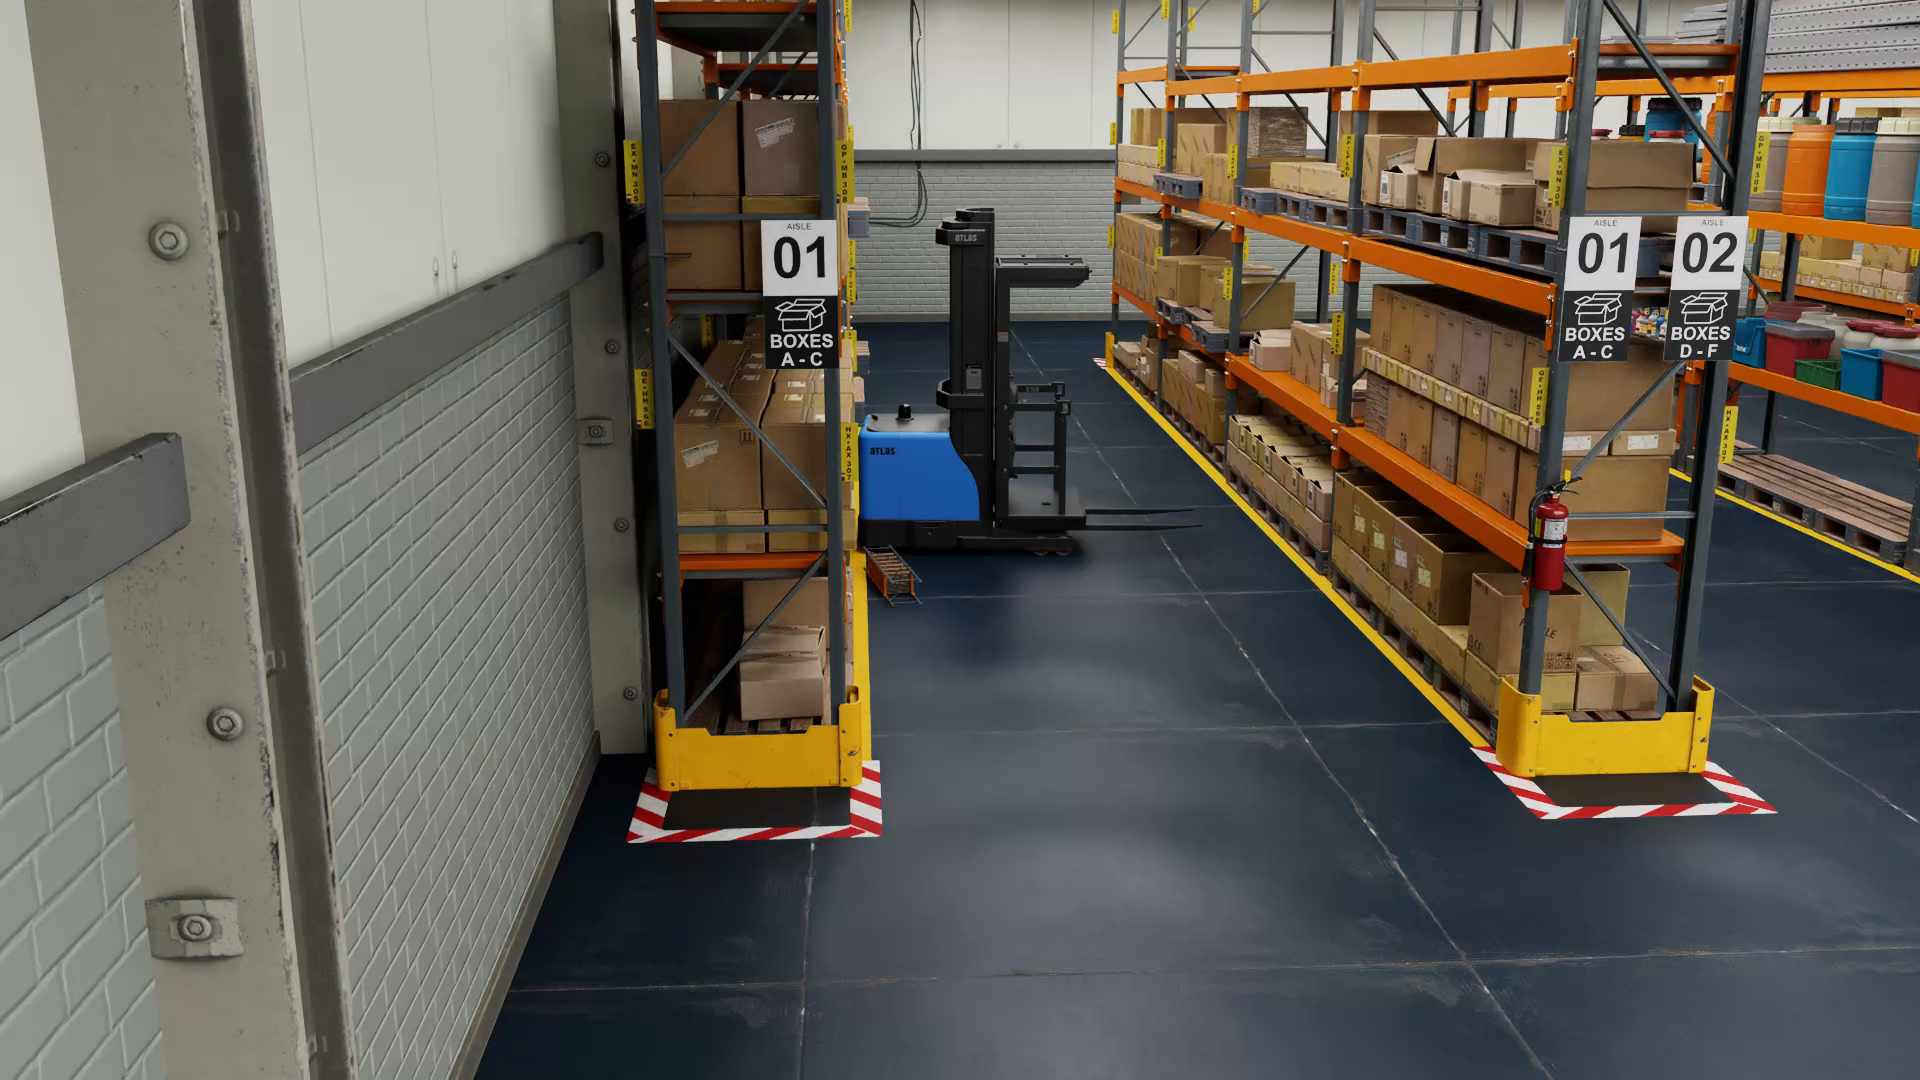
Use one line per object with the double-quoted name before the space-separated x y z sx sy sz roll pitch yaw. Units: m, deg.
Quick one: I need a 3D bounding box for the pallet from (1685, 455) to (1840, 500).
"pallet" 8.250 -0.653 17.142 1.003 0.211 1.213 -1 14 -3

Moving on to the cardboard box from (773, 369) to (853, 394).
"cardboard box" -0.972 -0.858 11.097 0.500 0.500 0.500 0 14 -2

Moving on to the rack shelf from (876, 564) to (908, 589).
"rack shelf" -0.549 0.291 13.501 0.258 0.180 0.103 -4 15 -14

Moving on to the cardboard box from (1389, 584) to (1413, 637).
"cardboard box" 3.359 0.495 11.760 0.500 0.250 0.500 -1 14 -3

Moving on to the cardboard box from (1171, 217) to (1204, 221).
"cardboard box" 3.172 -4.283 23.445 0.500 0.500 0.500 0 14 -2

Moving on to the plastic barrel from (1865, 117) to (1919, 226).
"plastic barrel" 8.200 -3.184 14.354 0.600 0.901 0.600 0 14 0

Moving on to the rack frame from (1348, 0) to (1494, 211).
"rack frame" 3.544 -4.032 12.639 1.000 3.000 0.127 -1 14 -3

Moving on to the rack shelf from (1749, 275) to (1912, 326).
"rack shelf" 12.812 -3.417 23.732 1.077 0.370 4.000 -1 14 -3

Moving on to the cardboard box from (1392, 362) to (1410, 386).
"cardboard box" 3.419 -1.228 12.276 0.380 0.149 0.250 -1 14 -4

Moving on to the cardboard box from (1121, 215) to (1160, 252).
"cardboard box" 2.605 -4.400 23.899 0.500 0.500 0.500 -1 14 -3

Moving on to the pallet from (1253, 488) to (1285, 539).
"pallet" 3.381 -0.263 15.625 1.003 0.211 1.213 -1 14 -3

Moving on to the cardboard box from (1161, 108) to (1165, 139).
"cardboard box" 3.054 -5.473 22.051 0.700 0.500 0.500 -1 14 -3

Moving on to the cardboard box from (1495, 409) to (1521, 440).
"cardboard box" 3.545 -0.715 10.284 0.380 0.149 0.250 -1 14 -4

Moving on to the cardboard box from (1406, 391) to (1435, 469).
"cardboard box" 3.645 -0.809 11.951 0.700 0.500 0.500 -1 14 -3

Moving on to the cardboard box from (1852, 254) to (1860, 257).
"cardboard box" 13.014 -4.092 24.615 0.500 0.250 0.500 -1 14 -4

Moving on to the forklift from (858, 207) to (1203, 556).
"forklift" 0.625 -1.418 14.655 3.031 2.935 1.130 0 14 1

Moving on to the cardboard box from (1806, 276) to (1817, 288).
"cardboard box" 12.463 -3.728 24.002 0.380 0.149 0.250 -1 14 -4

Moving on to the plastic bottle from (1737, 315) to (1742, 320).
"plastic bottle" 8.562 -2.336 18.319 0.061 0.283 0.133 -1 14 -3

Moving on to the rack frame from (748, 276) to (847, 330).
"rack frame" -1.647 -2.044 16.952 1.000 3.000 0.127 -1 14 -3

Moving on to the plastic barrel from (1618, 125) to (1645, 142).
"plastic barrel" 8.252 -4.715 20.093 0.600 0.588 0.600 0 14 0

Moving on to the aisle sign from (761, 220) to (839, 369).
"aisle sign" -0.848 -1.300 8.843 0.394 0.787 0.004 -1 14 -3

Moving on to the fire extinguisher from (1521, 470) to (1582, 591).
"fire extinguisher" 3.336 -0.058 9.387 0.296 0.674 0.183 -1 14 -3

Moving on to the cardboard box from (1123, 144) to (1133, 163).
"cardboard box" 2.597 -5.477 23.572 0.500 0.250 0.500 -1 14 -3

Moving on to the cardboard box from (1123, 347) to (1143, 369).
"cardboard box" 2.613 -2.604 23.764 0.500 0.250 0.500 -1 14 -3

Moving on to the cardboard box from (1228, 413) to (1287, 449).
"cardboard box" 3.036 -1.130 16.949 0.500 0.311 0.500 0 14 -2

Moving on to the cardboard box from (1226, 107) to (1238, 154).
"cardboard box" 3.213 -4.469 18.150 0.500 0.500 0.500 -1 14 -3

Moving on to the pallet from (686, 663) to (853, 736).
"pallet" -1.171 1.074 10.427 1.003 0.211 1.213 -1 14 -3

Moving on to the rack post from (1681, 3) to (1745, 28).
"rack post" 8.095 -5.545 17.481 0.624 0.289 0.986 -1 14 -3

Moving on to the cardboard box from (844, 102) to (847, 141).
"cardboard box" -1.011 -2.658 11.071 0.500 0.500 0.500 -1 14 -5

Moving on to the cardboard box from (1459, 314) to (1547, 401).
"cardboard box" 3.703 -1.194 10.844 0.700 0.500 0.500 -1 14 -3

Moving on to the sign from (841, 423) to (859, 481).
"sign" -0.610 -0.482 9.144 0.100 0.325 0.005 -1 14 -3

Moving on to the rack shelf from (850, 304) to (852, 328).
"rack shelf" -2.019 -3.188 22.841 1.077 0.370 4.000 -1 14 -3

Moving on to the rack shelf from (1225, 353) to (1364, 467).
"rack shelf" 3.421 -1.276 15.409 1.077 0.370 4.000 -1 14 -3

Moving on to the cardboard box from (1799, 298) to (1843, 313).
"cardboard box" 12.864 -3.053 24.295 0.875 0.875 0.875 -1 14 -3

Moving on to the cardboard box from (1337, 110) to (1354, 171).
"cardboard box" 3.487 -3.369 14.033 0.500 0.500 0.500 1 14 2

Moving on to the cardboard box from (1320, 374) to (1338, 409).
"cardboard box" 3.307 -1.278 14.242 0.396 0.266 0.258 -1 14 -5

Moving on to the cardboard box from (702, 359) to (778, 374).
"cardboard box" -1.525 -0.977 11.559 0.500 0.500 0.500 0 14 -2

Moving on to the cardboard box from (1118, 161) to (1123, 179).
"cardboard box" 2.579 -5.360 24.118 0.500 0.250 0.500 -1 14 -3

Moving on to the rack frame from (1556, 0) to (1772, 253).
"rack frame" 3.792 -3.037 8.772 1.000 3.000 0.127 -1 14 -3

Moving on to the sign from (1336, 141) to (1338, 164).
"sign" 3.851 -3.870 16.830 0.100 0.325 0.005 -1 14 -3

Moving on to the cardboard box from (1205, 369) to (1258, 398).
"cardboard box" 2.997 -1.730 18.360 0.500 0.250 0.500 0 14 -1

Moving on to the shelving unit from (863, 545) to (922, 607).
"shelving unit" -0.560 0.281 13.542 0.258 0.189 1.200 -4 15 -14

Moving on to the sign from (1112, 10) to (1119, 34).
"sign" 2.259 -7.499 24.079 0.100 0.325 0.005 -1 14 -3

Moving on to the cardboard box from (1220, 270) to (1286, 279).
"cardboard box" 3.279 -2.759 18.685 0.700 0.500 0.500 2 15 7

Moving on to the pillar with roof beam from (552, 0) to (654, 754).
"pillar with roof beam" 2.238 -3.187 9.354 9.100 9.000 0.400 -1 14 -3

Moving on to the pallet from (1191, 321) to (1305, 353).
"pallet" 3.185 -2.196 17.927 1.213 0.211 1.003 -1 14 -3

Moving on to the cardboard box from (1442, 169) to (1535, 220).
"cardboard box" 3.423 -2.233 10.722 0.500 0.311 0.500 1 14 3

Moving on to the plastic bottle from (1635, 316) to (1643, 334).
"plastic bottle" 7.744 -2.451 18.931 0.097 0.201 0.097 0 14 0

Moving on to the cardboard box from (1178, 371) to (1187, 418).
"cardboard box" 2.903 -1.738 19.895 0.500 0.500 0.500 -1 14 -3

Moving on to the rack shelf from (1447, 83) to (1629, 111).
"rack shelf" 7.869 -6.053 22.738 1.077 0.370 4.000 -1 14 -3

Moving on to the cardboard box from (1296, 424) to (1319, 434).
"cardboard box" 3.614 -1.009 16.479 0.500 0.311 0.500 -1 14 -4

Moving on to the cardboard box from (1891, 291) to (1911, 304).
"cardboard box" 12.590 -3.218 22.016 0.380 0.149 0.250 -1 14 -3

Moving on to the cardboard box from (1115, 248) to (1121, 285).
"cardboard box" 2.565 -4.045 24.528 0.500 0.500 0.500 -1 14 -2

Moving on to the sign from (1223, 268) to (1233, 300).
"sign" 2.756 -2.633 17.076 0.100 0.325 0.005 -1 14 -3

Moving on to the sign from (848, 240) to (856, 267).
"sign" -1.354 -3.572 20.726 0.100 0.325 0.005 -1 14 -3

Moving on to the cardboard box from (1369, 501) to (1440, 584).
"cardboard box" 3.323 0.007 12.149 0.500 0.500 0.500 -1 14 -3
